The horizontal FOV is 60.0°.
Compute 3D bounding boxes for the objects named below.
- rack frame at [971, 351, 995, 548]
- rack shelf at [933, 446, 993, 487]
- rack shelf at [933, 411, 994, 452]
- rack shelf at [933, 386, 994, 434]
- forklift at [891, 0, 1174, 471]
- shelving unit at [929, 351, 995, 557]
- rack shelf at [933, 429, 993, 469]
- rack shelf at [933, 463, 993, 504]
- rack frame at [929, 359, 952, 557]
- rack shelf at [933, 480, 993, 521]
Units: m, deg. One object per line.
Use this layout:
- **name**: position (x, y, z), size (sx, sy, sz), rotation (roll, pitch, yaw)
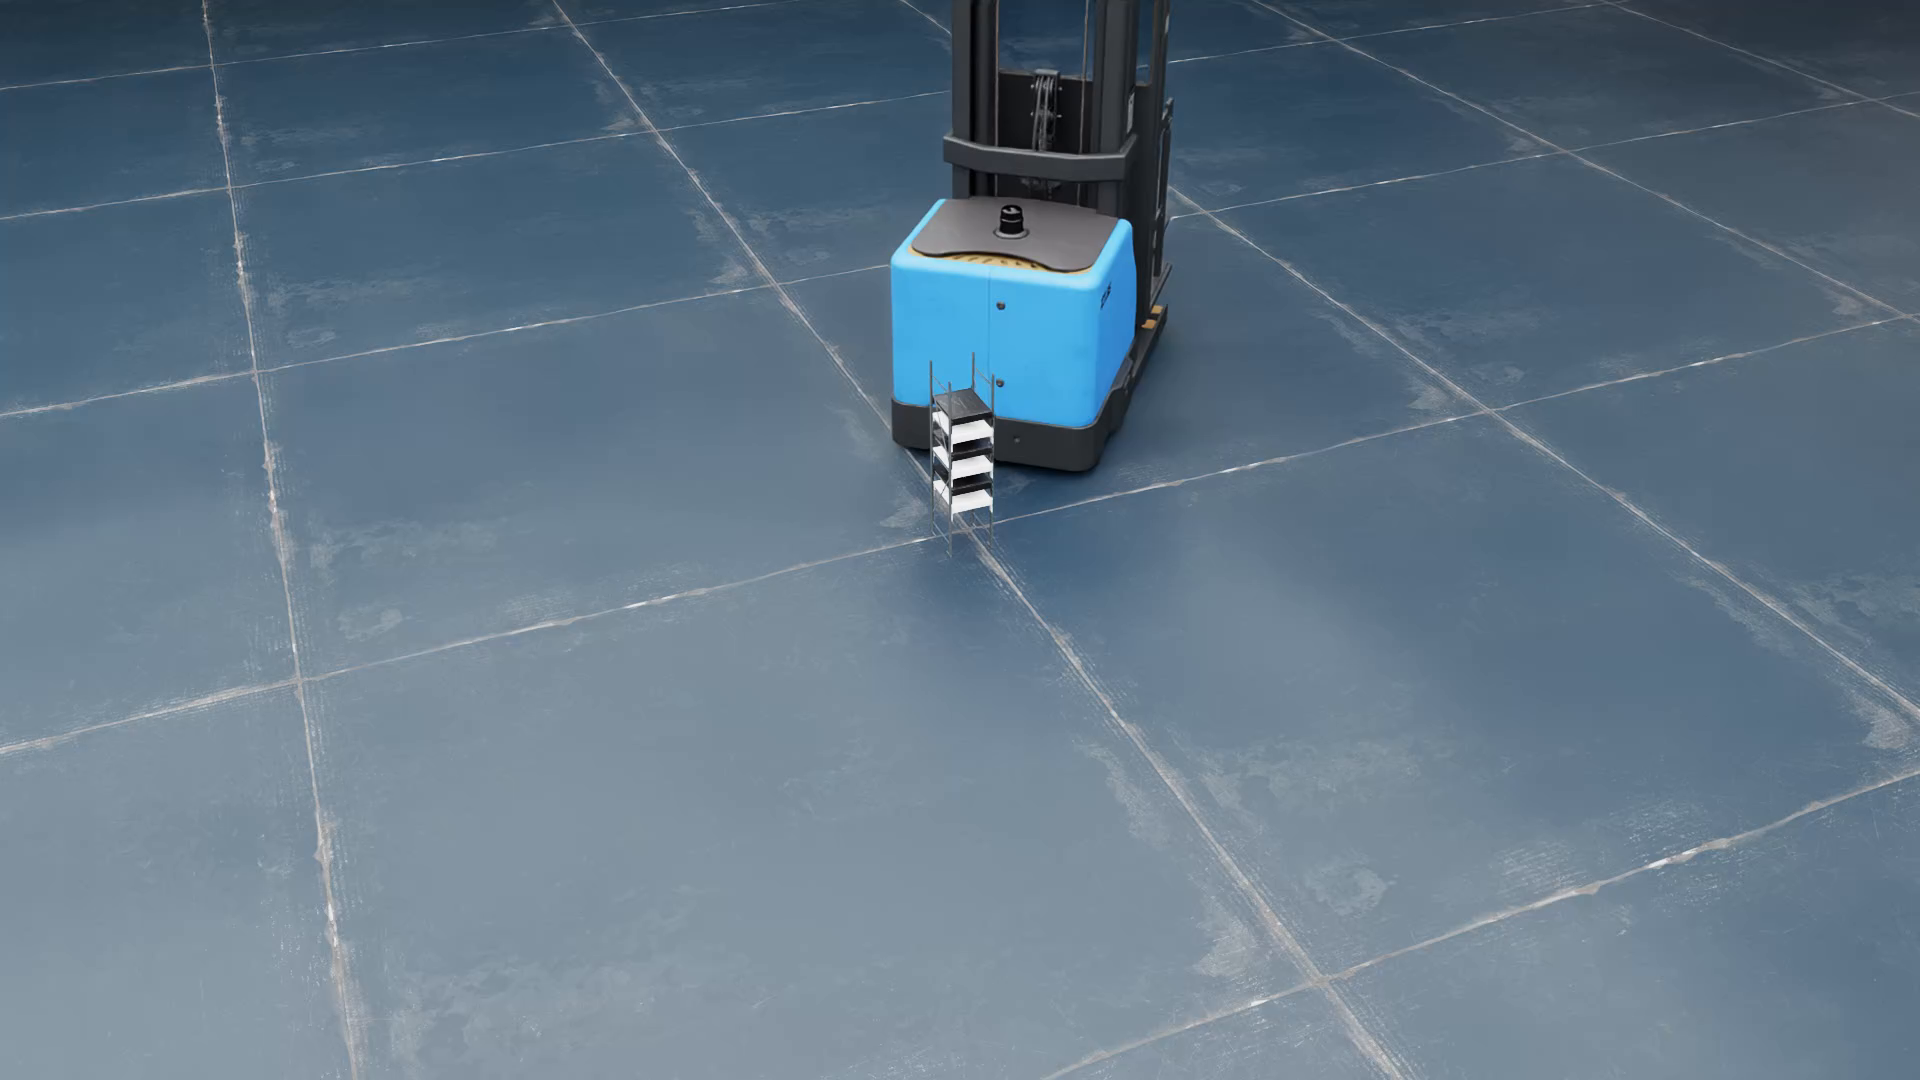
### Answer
- **rack frame**: position (0.101, -0.400, 7.540), size (0.006, 0.900, 0.240), rotation (-13, 35, -19)
- **rack shelf**: position (0.007, -0.351, 7.525), size (0.200, 0.077, 0.258), rotation (-13, 35, -19)
- **rack shelf**: position (0.007, -0.502, 7.427), size (0.200, 0.077, 0.258), rotation (-13, 35, -19)
- **rack shelf**: position (0.007, -0.577, 7.378), size (0.200, 0.077, 0.258), rotation (-13, 35, -19)
- **forklift**: position (0.565, -2.363, 8.694), size (1.130, 2.935, 3.031), rotation (9, 34, 14)
- **shelving unit**: position (0.007, -0.379, 7.507), size (0.210, 0.900, 0.258), rotation (-13, 35, -19)
- **rack shelf**: position (0.007, -0.426, 7.476), size (0.200, 0.077, 0.258), rotation (-13, 35, -19)
- **rack shelf**: position (0.007, -0.276, 7.574), size (0.200, 0.077, 0.258), rotation (-13, 35, -19)
- **rack frame**: position (-0.086, -0.357, 7.474), size (0.006, 0.900, 0.240), rotation (-13, 35, -19)
- **rack shelf**: position (0.007, -0.200, 7.624), size (0.200, 0.077, 0.258), rotation (-13, 35, -19)
